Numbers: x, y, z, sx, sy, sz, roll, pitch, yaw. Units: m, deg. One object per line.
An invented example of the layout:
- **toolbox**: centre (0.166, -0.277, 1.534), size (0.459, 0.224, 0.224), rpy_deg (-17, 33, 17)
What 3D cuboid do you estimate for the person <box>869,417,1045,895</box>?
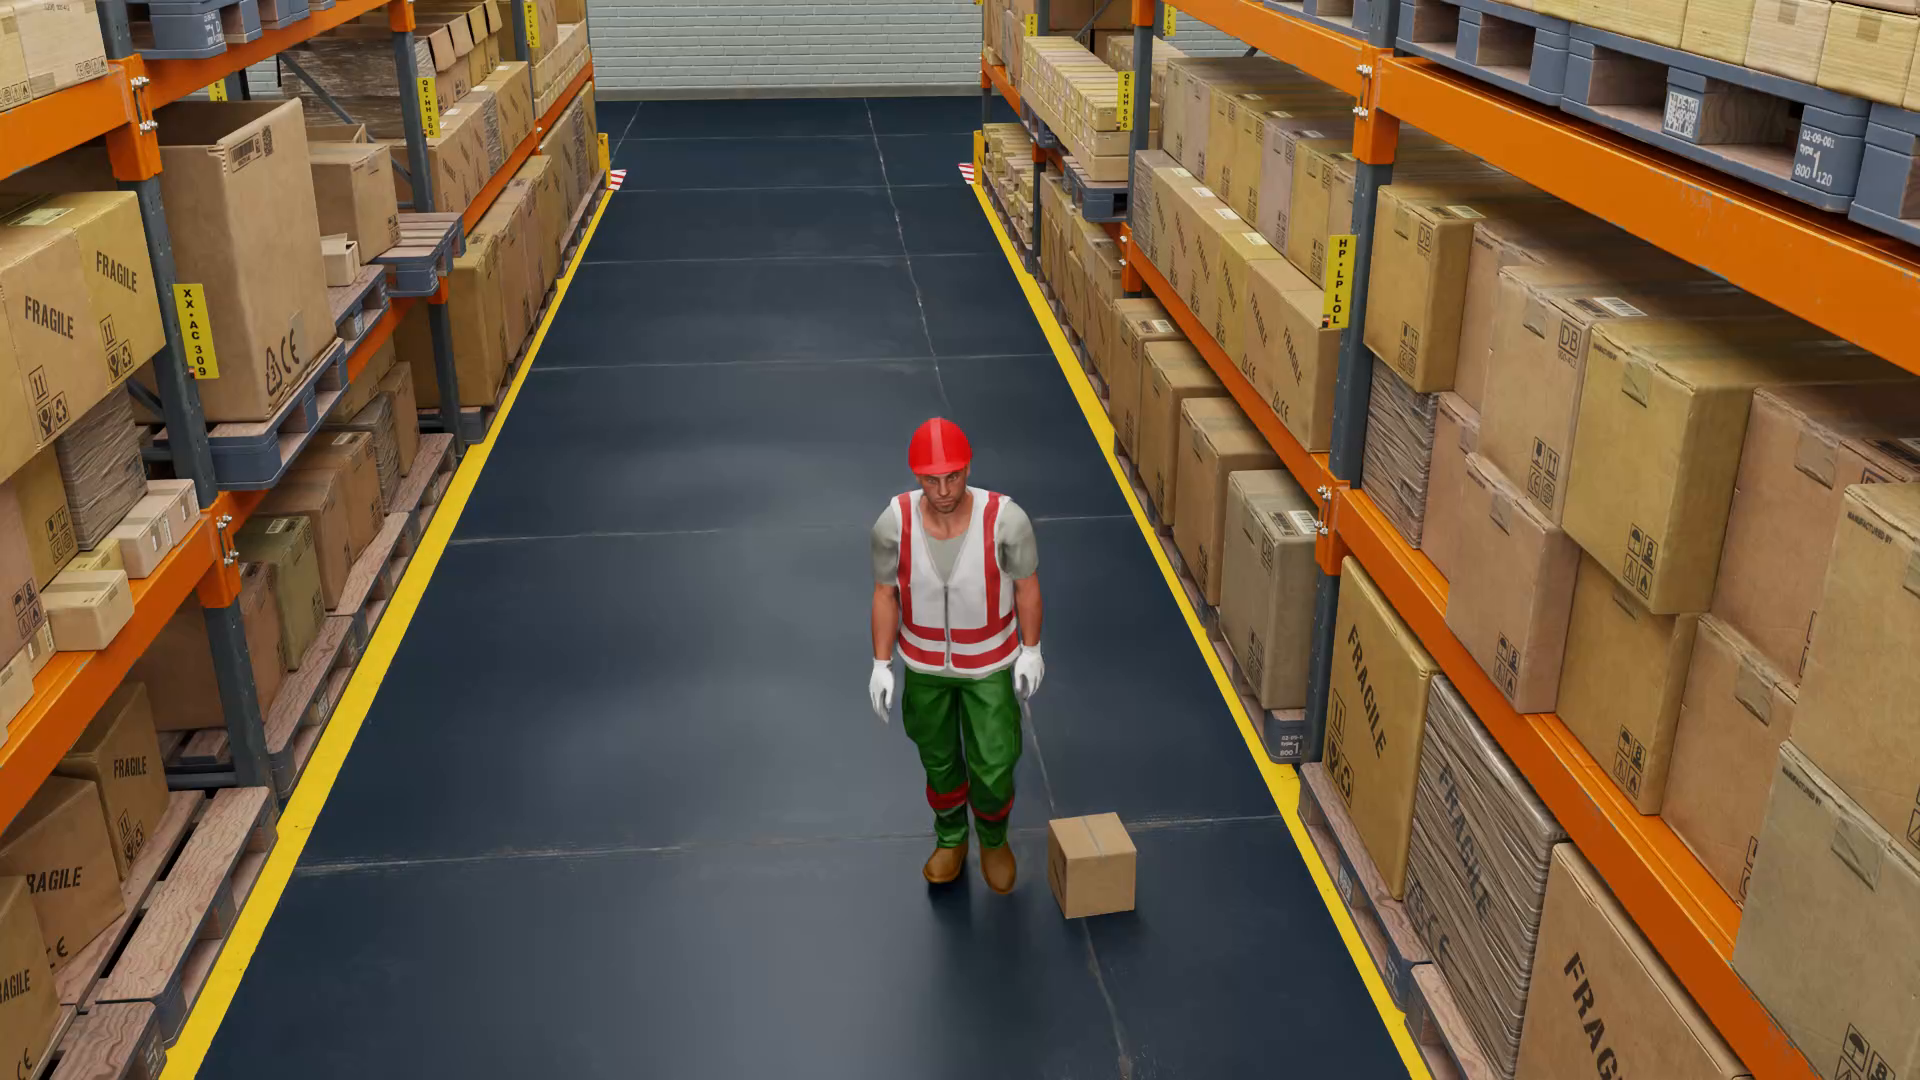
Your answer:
- **person**: centre (-0.008, 0.418, 5.563), size (0.566, 1.787, 0.500), rpy_deg (5, 24, 11)
